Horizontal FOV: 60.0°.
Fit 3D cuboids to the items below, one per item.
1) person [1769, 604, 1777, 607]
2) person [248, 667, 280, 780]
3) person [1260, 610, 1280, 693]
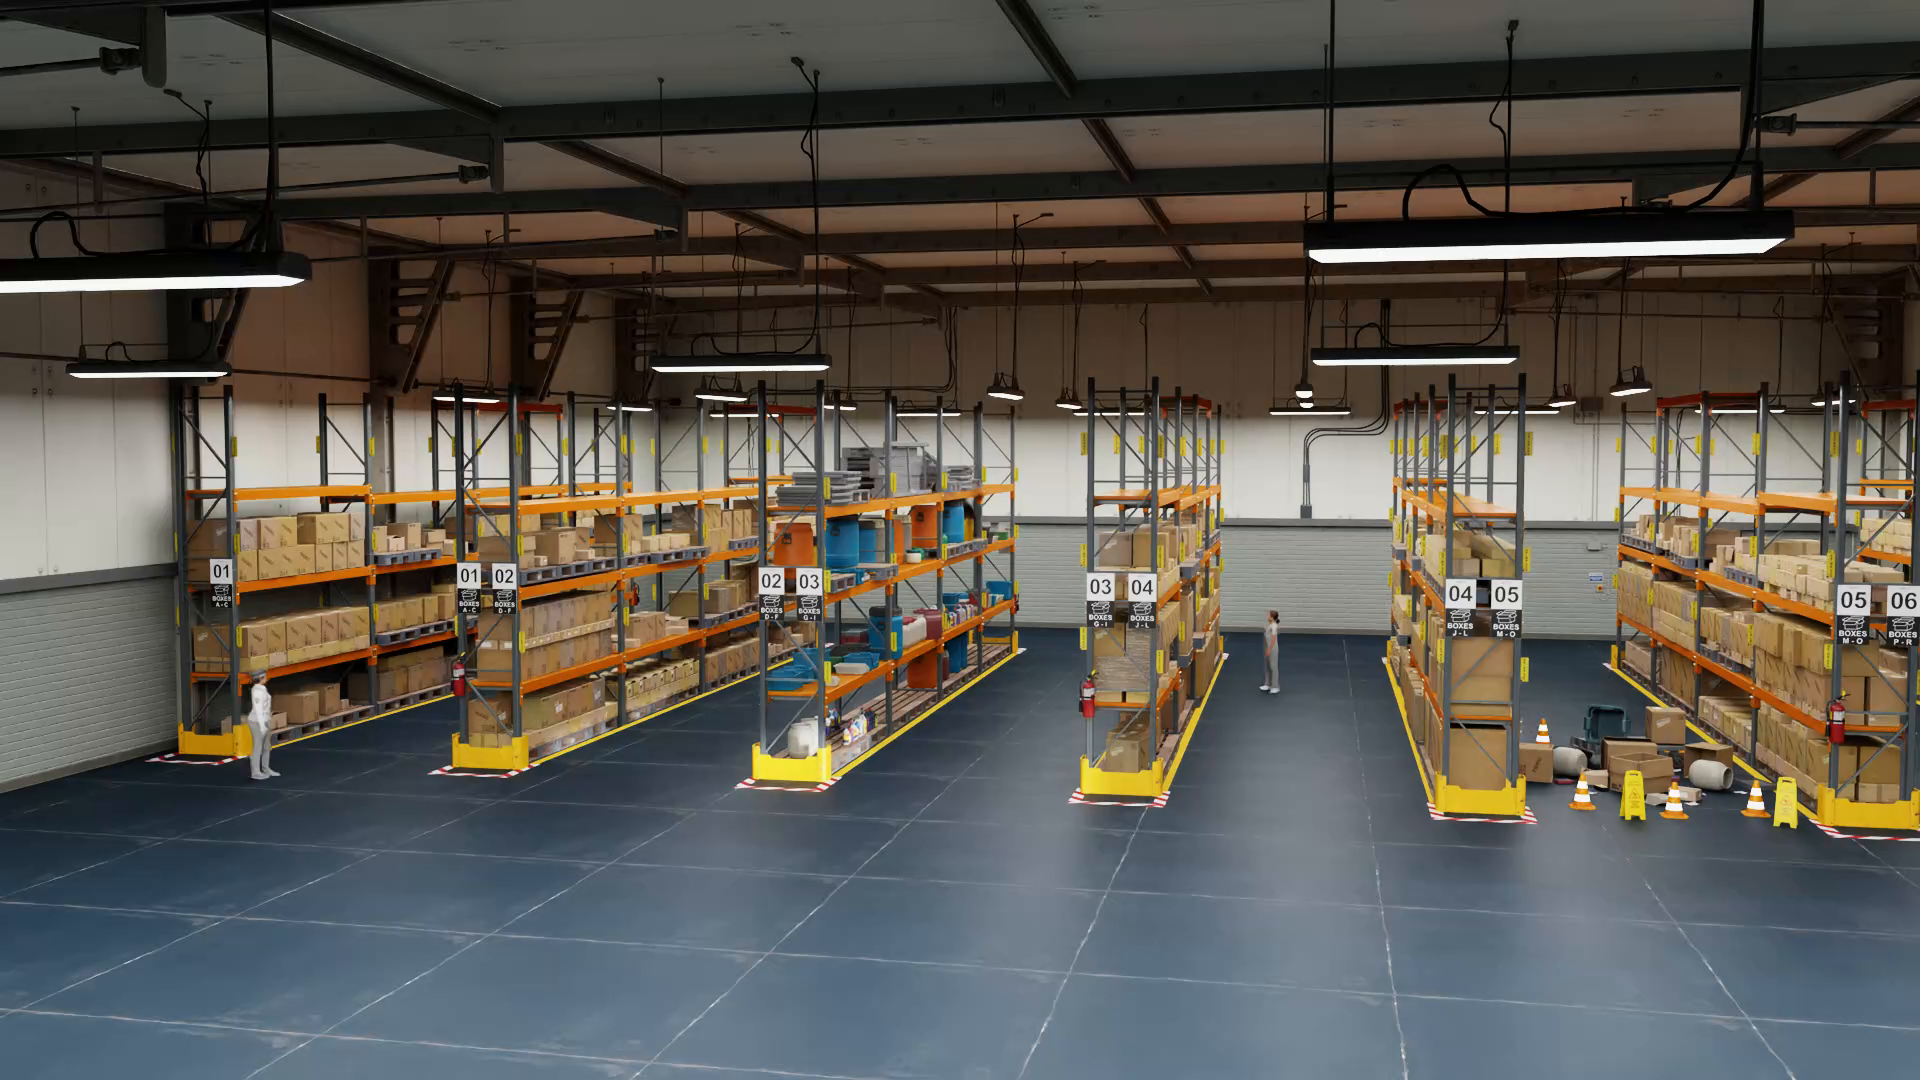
[{"bbox_3d":[17.381,2.185,35.543,0.581,1.698,0.677,-1,3,-14],"label":"person"},{"bbox_3d":[-10.534,2.766,25.083,0.369,1.688,0.528,0,3,-4],"label":"person"},{"bbox_3d":[6.366,2.278,34.077,0.376,1.705,0.459,-1,3,-18],"label":"person"}]
